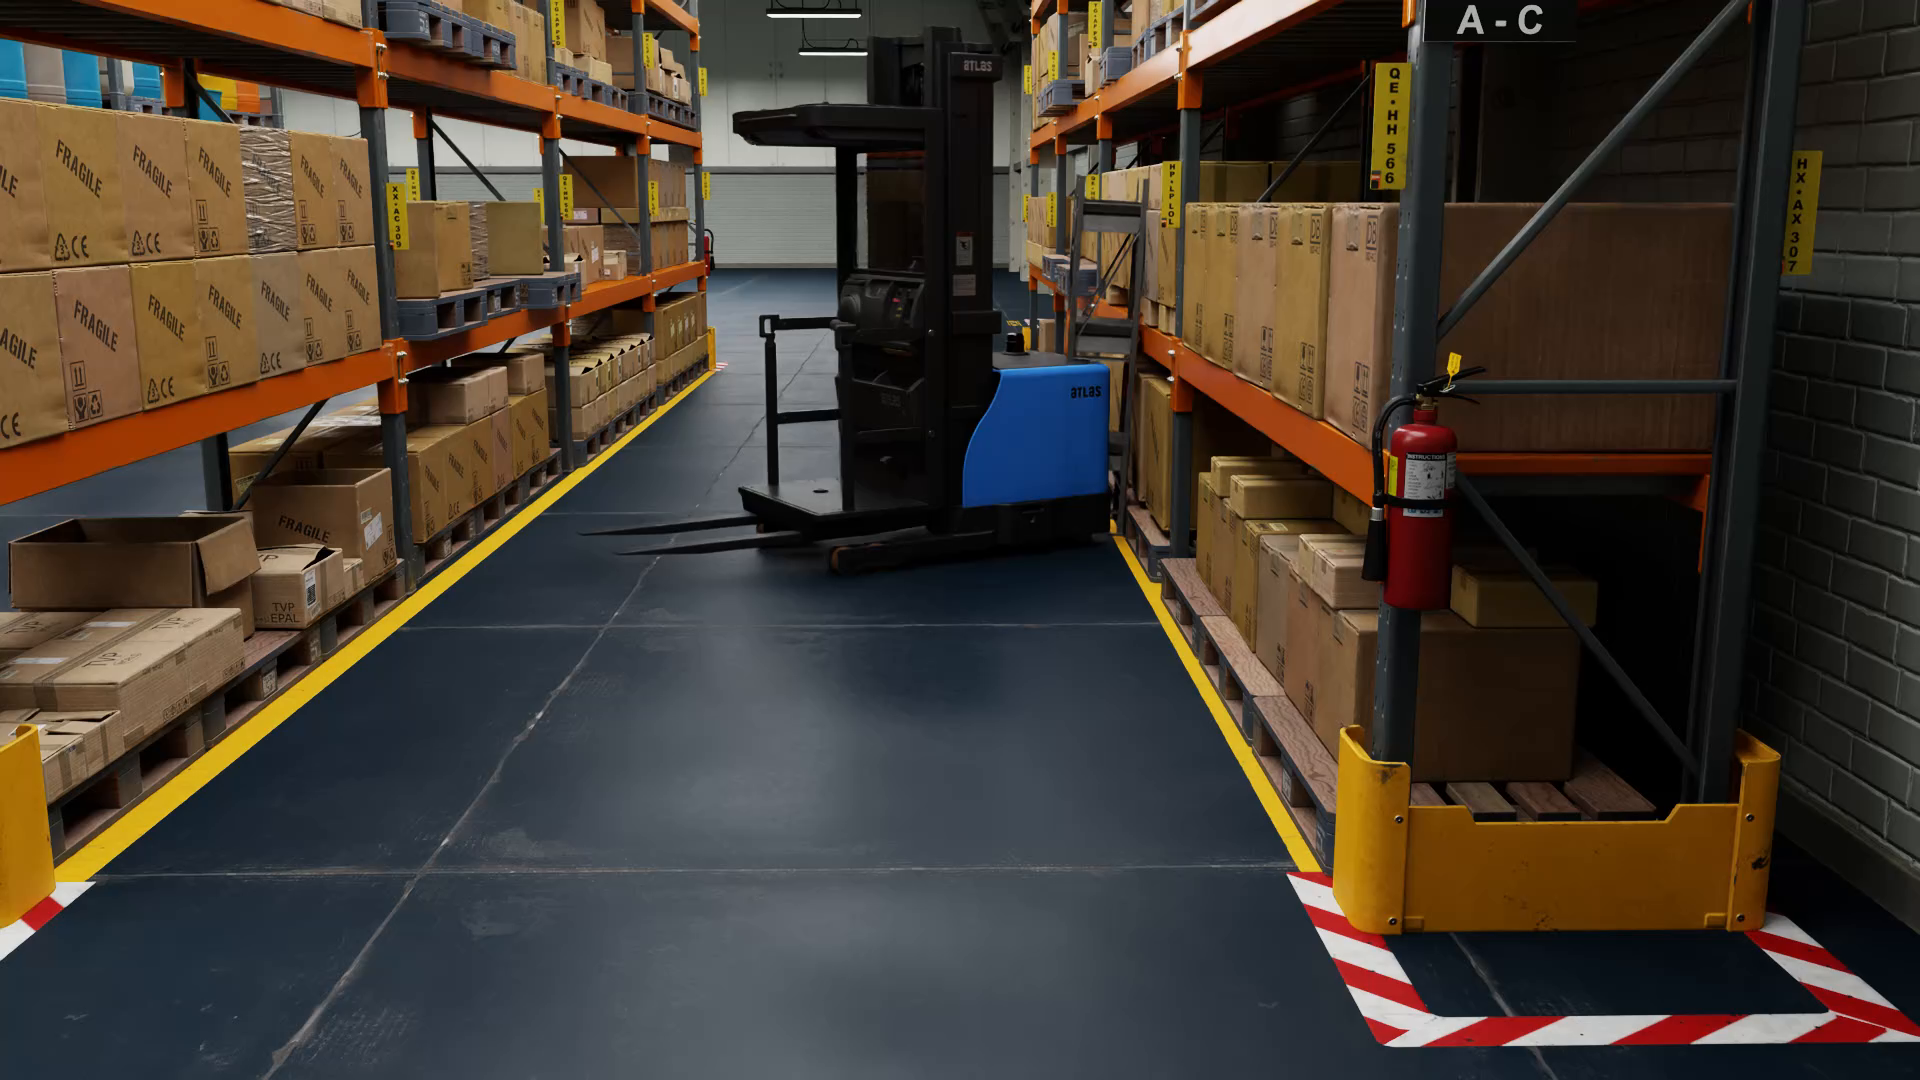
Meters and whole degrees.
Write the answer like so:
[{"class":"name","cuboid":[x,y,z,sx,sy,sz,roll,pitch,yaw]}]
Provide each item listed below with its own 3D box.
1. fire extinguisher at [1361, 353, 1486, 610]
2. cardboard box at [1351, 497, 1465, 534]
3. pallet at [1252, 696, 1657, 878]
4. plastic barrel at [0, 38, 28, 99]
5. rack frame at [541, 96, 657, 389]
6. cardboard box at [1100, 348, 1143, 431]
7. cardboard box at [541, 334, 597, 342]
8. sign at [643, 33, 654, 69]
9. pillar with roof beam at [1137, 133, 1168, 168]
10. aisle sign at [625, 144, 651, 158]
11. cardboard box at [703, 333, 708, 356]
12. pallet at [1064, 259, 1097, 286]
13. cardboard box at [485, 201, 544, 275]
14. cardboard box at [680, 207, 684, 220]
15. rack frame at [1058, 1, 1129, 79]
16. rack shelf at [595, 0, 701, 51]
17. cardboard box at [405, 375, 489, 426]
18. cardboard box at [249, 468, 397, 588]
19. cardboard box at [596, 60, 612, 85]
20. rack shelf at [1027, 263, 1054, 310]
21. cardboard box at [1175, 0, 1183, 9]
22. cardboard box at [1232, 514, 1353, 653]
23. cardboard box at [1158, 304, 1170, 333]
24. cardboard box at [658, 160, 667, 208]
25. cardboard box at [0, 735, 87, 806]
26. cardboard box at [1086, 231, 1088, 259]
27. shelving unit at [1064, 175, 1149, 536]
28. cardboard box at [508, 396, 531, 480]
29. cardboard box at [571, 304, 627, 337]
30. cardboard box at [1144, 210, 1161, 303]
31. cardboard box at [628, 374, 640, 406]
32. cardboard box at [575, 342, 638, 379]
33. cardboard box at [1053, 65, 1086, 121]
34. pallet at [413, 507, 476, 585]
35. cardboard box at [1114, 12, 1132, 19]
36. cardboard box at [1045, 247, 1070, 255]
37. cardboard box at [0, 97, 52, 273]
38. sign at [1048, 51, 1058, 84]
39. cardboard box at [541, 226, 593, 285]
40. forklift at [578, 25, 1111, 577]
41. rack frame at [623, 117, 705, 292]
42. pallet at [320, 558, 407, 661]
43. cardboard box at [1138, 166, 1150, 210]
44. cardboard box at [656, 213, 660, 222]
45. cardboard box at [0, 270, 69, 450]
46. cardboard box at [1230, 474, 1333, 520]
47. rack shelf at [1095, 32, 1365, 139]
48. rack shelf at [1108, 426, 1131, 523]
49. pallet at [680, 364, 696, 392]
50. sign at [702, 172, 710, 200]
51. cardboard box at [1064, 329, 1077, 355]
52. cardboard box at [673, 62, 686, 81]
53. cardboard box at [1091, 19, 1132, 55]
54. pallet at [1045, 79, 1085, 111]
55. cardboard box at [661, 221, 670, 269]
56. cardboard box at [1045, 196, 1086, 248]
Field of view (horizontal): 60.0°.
[{"class":"fire extinguisher","cuboid":[1.229,-0.158,4.427,0.296,0.674,0.183,0,11,-1]},{"class":"cardboard box","cuboid":[1.747,-0.076,6.489,0.380,0.149,0.250,0,11,-1]},{"class":"pallet","cuboid":[1.592,0.797,5.598,1.003,0.211,1.213,0,11,-1]},{"class":"plastic barrel","cuboid":[-8.211,-4.111,13.973,0.600,0.901,0.708,0,11,-1]},{"class":"rack frame","cuboid":[-3.513,-2.775,16.193,1.000,3.000,0.127,0,11,-1]},{"class":"cardboard box","cuboid":[1.406,-1.006,11.826,0.750,0.750,0.750,0,11,-2]},{"class":"cardboard box","cuboid":[-3.754,-1.825,15.959,0.500,0.311,0.500,0,11,-1]},{"class":"sign","cuboid":[-2.971,-4.657,15.833,0.100,0.325,0.005,0,11,-1]},{"class":"pillar with roof beam","cuboid":[-2.068,-6.378,18.864,9.100,9.000,0.400,0,11,-1]},{"class":"aisle sign","cuboid":[-3.904,-4.856,19.912,0.394,0.787,0.004,0,11,-1]},{"class":"cardboard box","cuboid":[-3.290,-2.323,19.824,0.500,0.250,0.500,0,11,-1]},{"class":"pallet","cuboid":[1.440,-2.300,14.336,1.003,0.211,1.213,0,11,-1]},{"class":"cardboard box","cuboid":[-3.305,-2.110,11.607,0.700,0.500,0.500,-4,12,-20]},{"class":"cardboard box","cuboid":[-3.385,-3.759,19.160,0.380,0.149,0.250,0,11,-2]},{"class":"rack frame","cuboid":[1.439,-5.736,15.700,1.000,3.000,0.127,0,11,-1]},{"class":"rack shelf","cuboid":[-3.555,-5.564,17.667,1.077,0.370,4.000,0,11,-1]},{"class":"cardboard box","cuboid":[-3.135,-0.839,9.943,0.500,0.250,0.500,0,11,-1]},{"class":"cardboard box","cuboid":[-3.053,-0.063,8.007,0.500,0.500,0.500,0,11,-1]},{"class":"cardboard box","cuboid":[-3.510,-4.255,15.264,0.500,0.250,0.500,1,12,5]},{"class":"rack shelf","cuboid":[1.398,-2.841,18.328,1.077,0.370,4.000,0,11,-1]},{"class":"cardboard box","cuboid":[1.620,-3.226,9.515,0.700,0.500,0.500,0,11,-2]},{"class":"cardboard box","cuboid":[1.533,0.164,6.935,0.700,0.500,0.500,0,11,0]},{"class":"cardboard box","cuboid":[1.286,-1.209,9.054,0.380,0.149,0.250,0,11,0]},{"class":"cardboard box","cuboid":[-3.560,-3.847,17.964,0.700,0.500,0.500,0,11,-1]},{"class":"cardboard box","cuboid":[-2.930,0.707,5.092,0.380,0.149,0.250,0,11,-1]},{"class":"cardboard box","cuboid":[1.465,-2.717,14.552,0.700,0.500,0.500,1,12,7]},{"class":"shelving unit","cuboid":[0.841,-1.113,10.015,0.431,2.100,0.503,3,13,1]},{"class":"cardboard box","cuboid":[-3.166,-0.683,11.060,0.500,0.500,0.500,-1,11,-3]},{"class":"cardboard box","cuboid":[-3.740,-2.191,17.290,0.500,0.500,0.500,0,11,-1]},{"class":"cardboard box","cuboid":[1.322,-1.602,9.364,0.500,0.500,0.500,0,11,-1]},{"class":"cardboard box","cuboid":[-3.195,-1.350,15.027,0.500,0.250,0.500,0,11,0]},{"class":"cardboard box","cuboid":[-3.193,-1.626,14.979,0.500,0.311,0.500,0,11,-1]},{"class":"cardboard box","cuboid":[1.182,-4.425,16.479,0.500,0.500,0.500,0,11,0]},{"class":"pallet","cuboid":[-3.403,0.020,9.428,1.003,0.211,1.213,0,11,-1]},{"class":"cardboard box","cuboid":[1.715,-4.914,16.373,0.500,0.500,0.500,0,11,0]},{"class":"cardboard box","cuboid":[1.126,-2.825,16.768,0.500,0.250,0.500,0,11,-1]},{"class":"cardboard box","cuboid":[-3.011,-1.018,4.766,0.500,0.500,0.500,0,11,1]},{"class":"sign","cuboid":[0.897,-4.516,15.929,0.100,0.325,0.005,0,11,-1]},{"class":"cardboard box","cuboid":[-3.493,-2.467,14.423,0.500,0.500,0.500,0,11,-1]},{"class":"forklift","cuboid":[-0.630,-1.356,9.371,3.031,2.935,1.130,-7,13,-30]},{"class":"rack frame","cuboid":[-3.596,-3.570,20.112,1.000,3.000,0.127,0,11,-1]},{"class":"pallet","cuboid":[-3.335,0.319,7.959,1.003,0.211,1.213,0,11,-1]},{"class":"cardboard box","cuboid":[1.328,-2.073,9.796,0.500,0.250,0.500,0,11,0]},{"class":"cardboard box","cuboid":[-3.348,-3.399,17.387,0.380,0.149,0.250,-1,11,-3]},{"class":"cardboard box","cuboid":[-3.011,-0.528,4.865,0.500,0.500,0.500,0,11,0]},{"class":"cardboard box","cuboid":[1.353,-0.183,7.015,0.380,0.149,0.250,-1,11,-3]},{"class":"rack shelf","cuboid":[1.563,-2.721,10.191,1.077,0.370,4.000,0,11,-1]},{"class":"rack shelf","cuboid":[0.803,-0.417,10.170,0.431,0.518,0.480,3,13,1]},{"class":"pallet","cuboid":[-3.516,-1.810,18.449,1.003,0.211,1.213,0,11,-1]},{"class":"sign","cuboid":[-3.053,-4.253,19.971,0.100,0.325,0.005,0,11,-1]},{"class":"cardboard box","cuboid":[1.378,-1.993,17.518,0.500,0.500,0.500,-1,12,-5]},{"class":"cardboard box","cuboid":[-3.588,-5.251,19.185,0.797,0.503,0.637,1,11,3]},{"class":"cardboard box","cuboid":[1.396,-4.167,14.201,0.500,0.500,0.500,-1,11,-3]},{"class":"pallet","cuboid":[1.370,-3.845,14.394,1.213,0.211,1.003,0,11,-1]},{"class":"cardboard box","cuboid":[-3.564,-3.219,18.128,0.700,0.500,0.500,0,11,1]},{"class":"cardboard box","cuboid":[1.120,-3.193,16.692,0.500,0.500,0.500,0,11,-1]}]
